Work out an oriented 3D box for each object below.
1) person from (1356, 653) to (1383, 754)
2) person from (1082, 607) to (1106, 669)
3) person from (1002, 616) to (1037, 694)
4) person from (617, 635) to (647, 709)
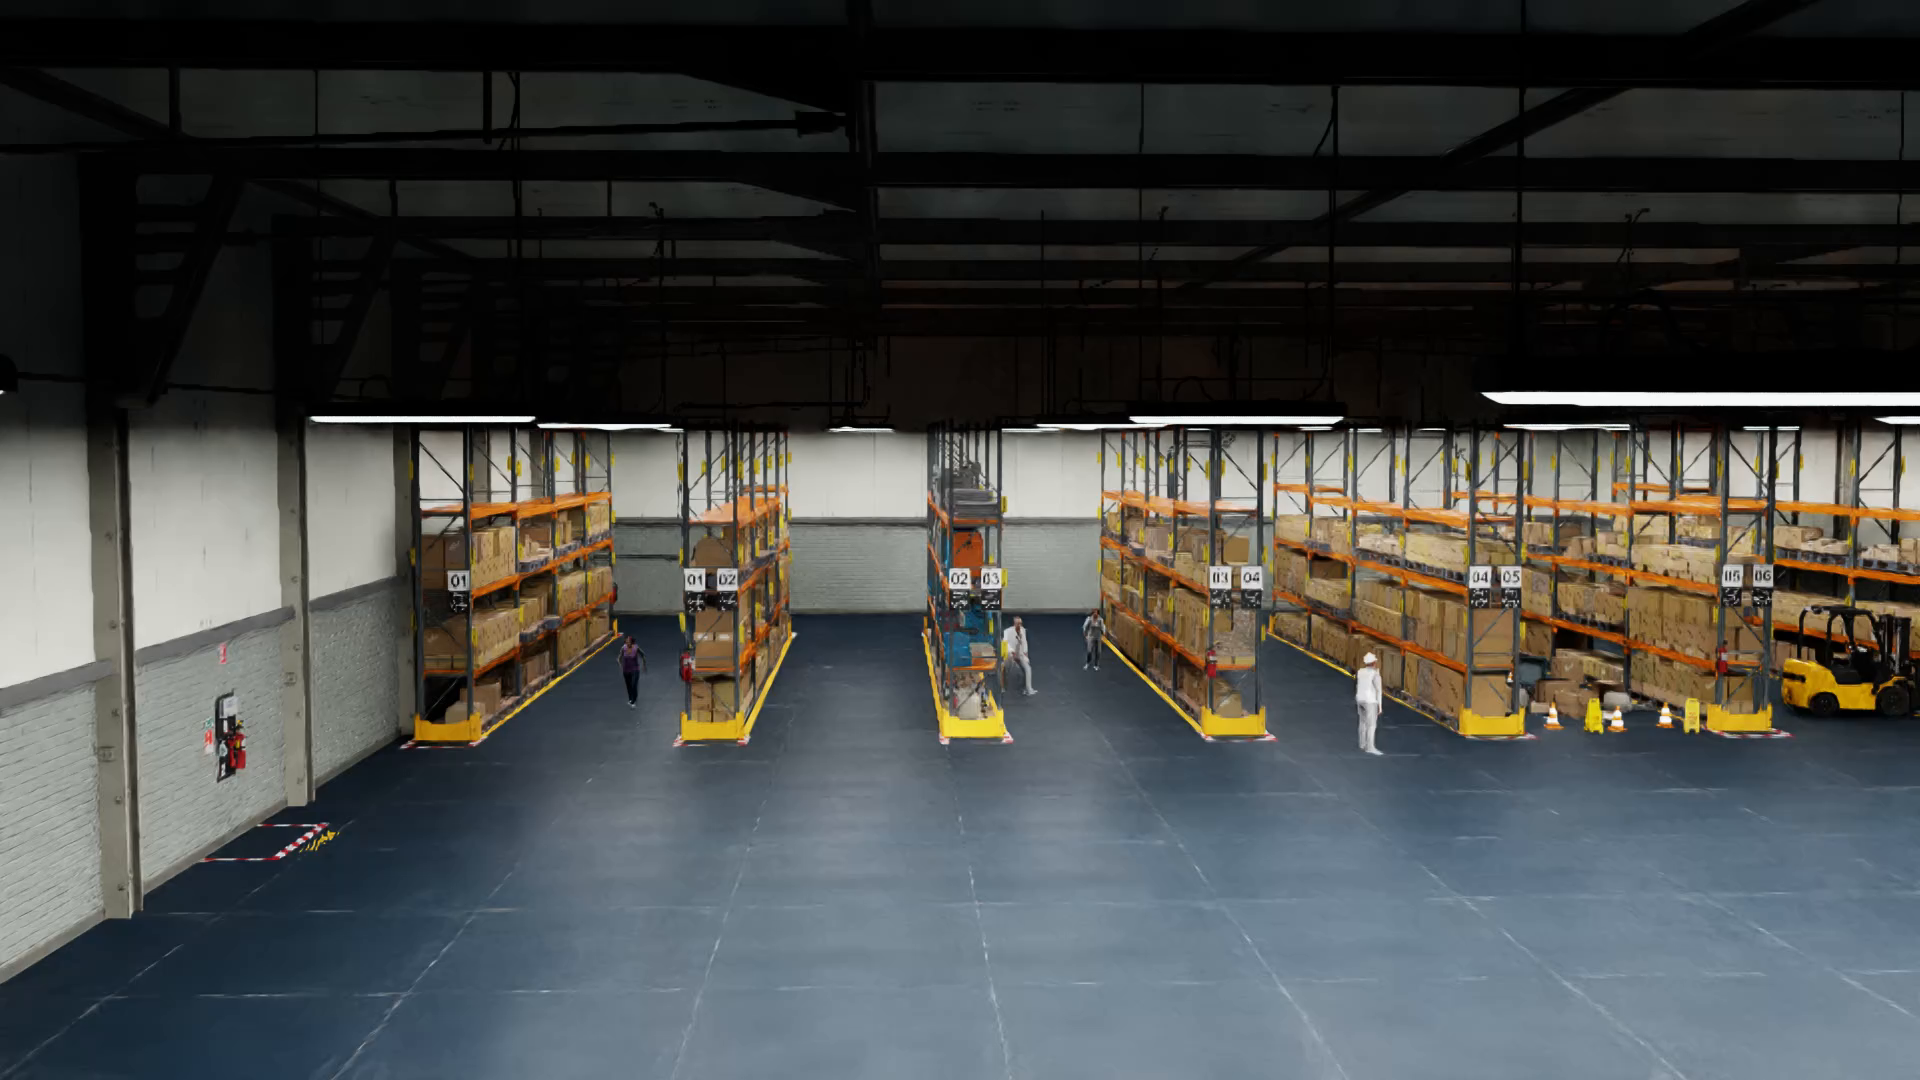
[{"bbox_3d":[7.372,2.906,29.850,0.463,1.783,0.601,-2,4,-32],"label":"person"},{"bbox_3d":[3.243,2.380,40.286,0.566,1.541,0.519,0,4,-5],"label":"person"},{"bbox_3d":[1.207,2.522,36.433,0.715,1.723,0.837,-2,4,-24],"label":"person"},{"bbox_3d":[-6.876,2.729,34.780,0.565,1.535,0.796,0,4,3],"label":"person"}]
